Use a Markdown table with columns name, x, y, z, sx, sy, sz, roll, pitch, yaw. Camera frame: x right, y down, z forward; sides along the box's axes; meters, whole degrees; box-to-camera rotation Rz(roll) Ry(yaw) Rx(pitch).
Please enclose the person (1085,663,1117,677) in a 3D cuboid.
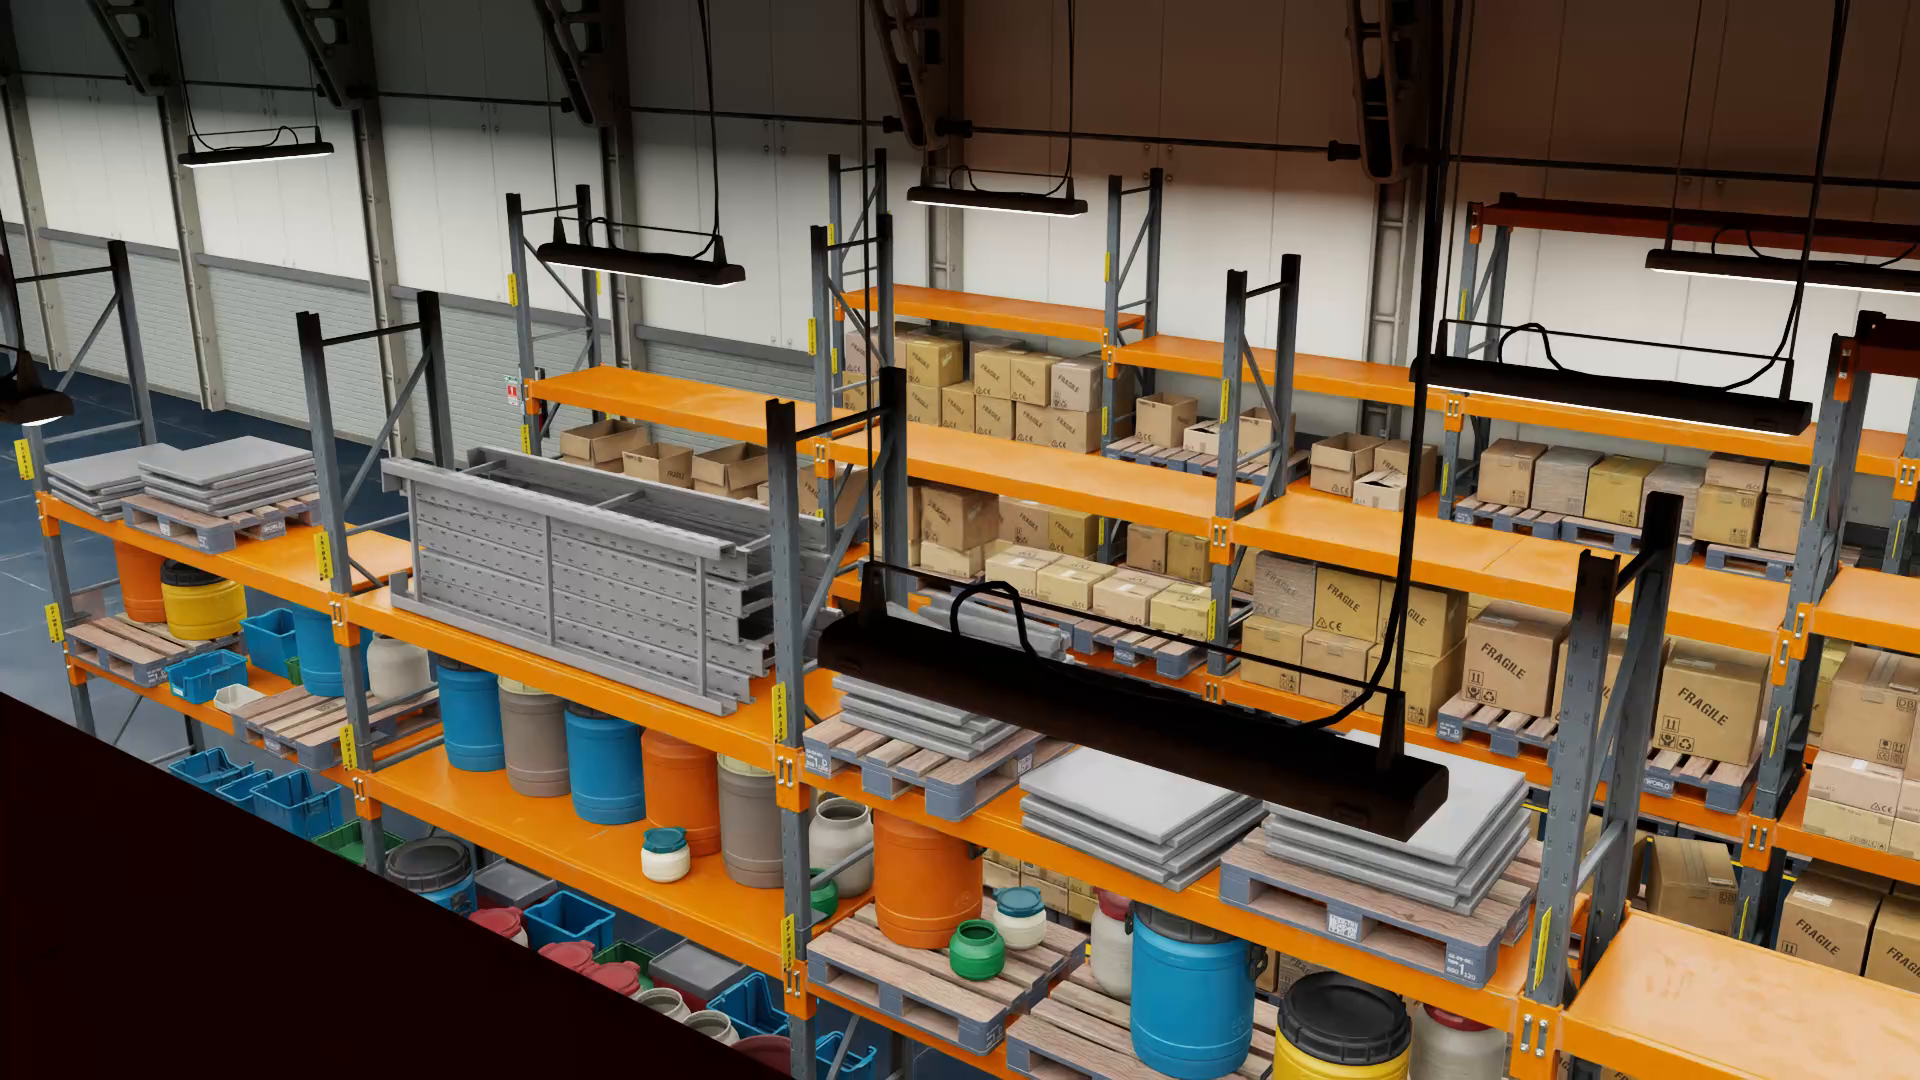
| name | x | y | z | sx | sy | sz | roll | pitch | yaw |
| --- | --- | --- | --- | --- | --- | --- | --- | --- | --- |
| person | 1.341 | 1.855 | 16.805 | 1.141 | 1.700 | 0.602 | 14 | 23 | 36 |
